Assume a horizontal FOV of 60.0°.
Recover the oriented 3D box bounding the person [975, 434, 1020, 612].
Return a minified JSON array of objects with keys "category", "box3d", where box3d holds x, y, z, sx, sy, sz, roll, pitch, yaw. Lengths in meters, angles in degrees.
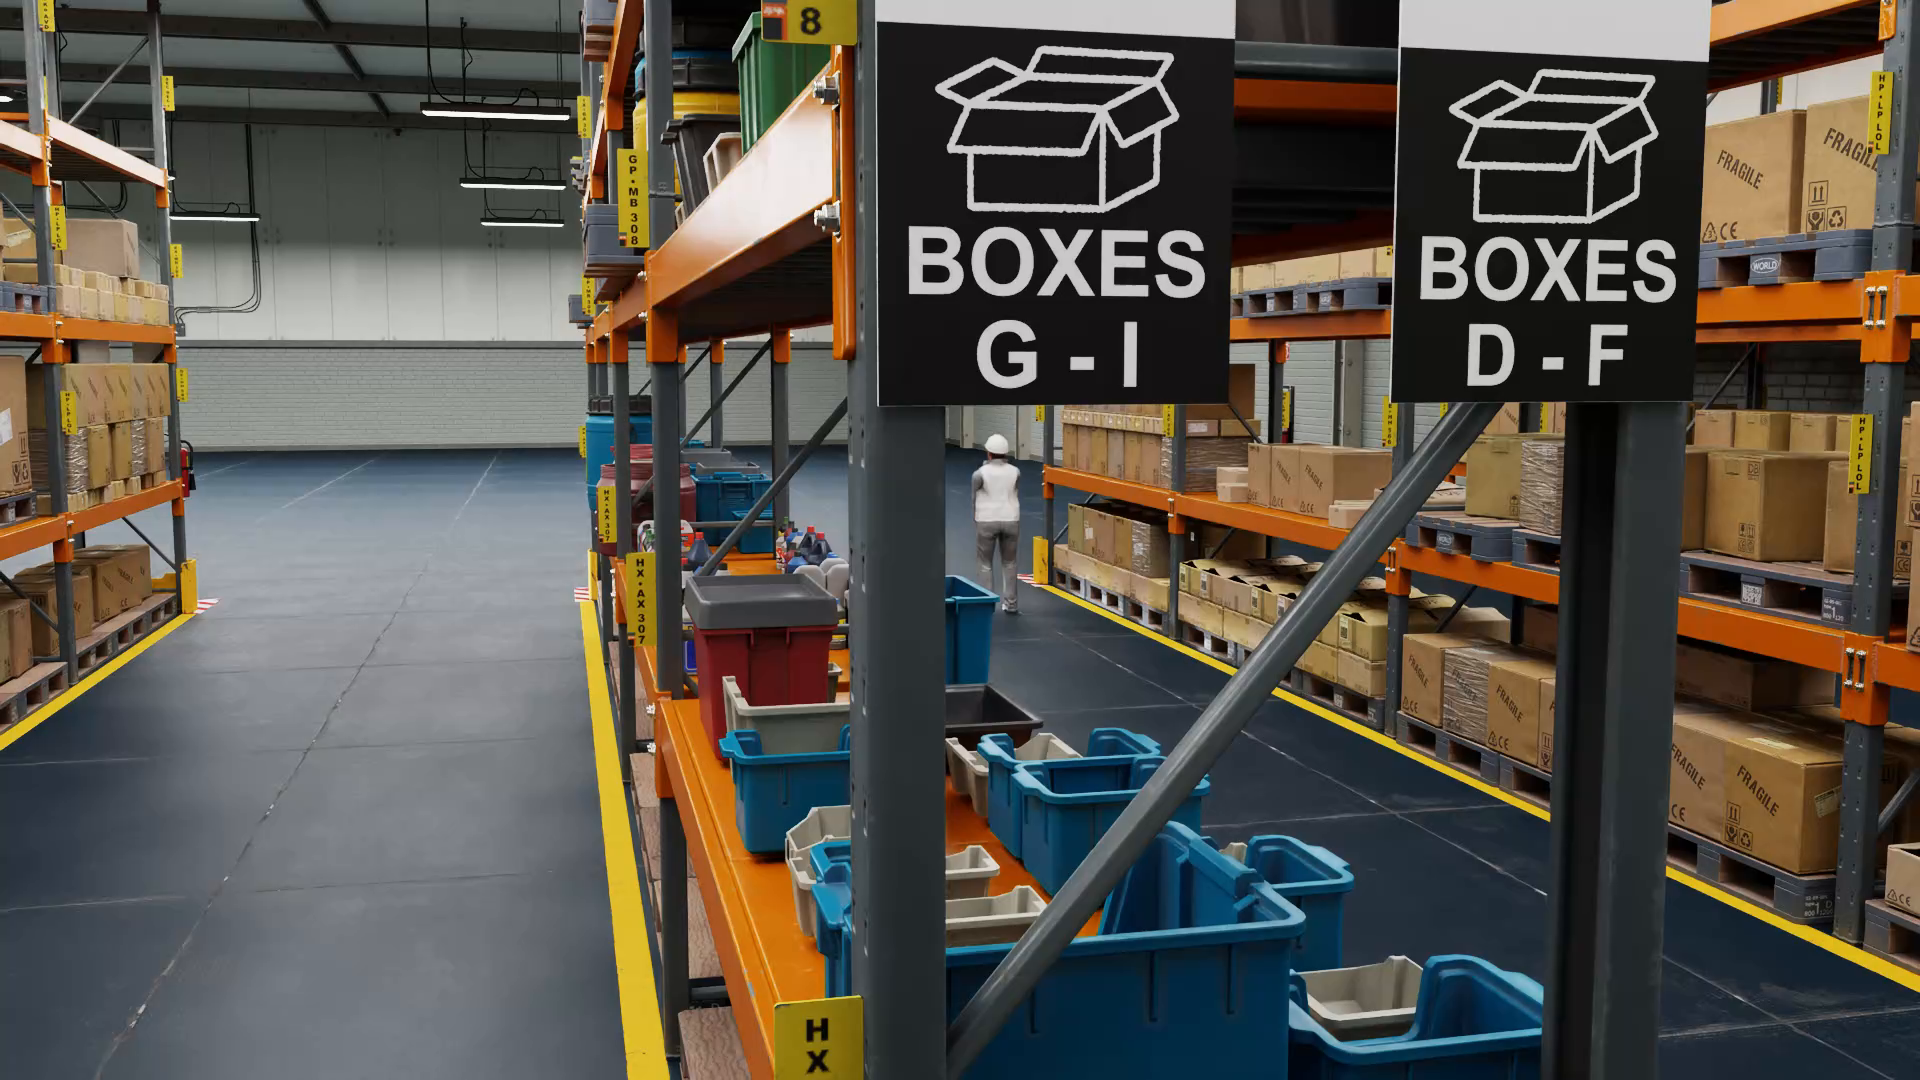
[{"category":"person","box3d":[0.370,-0.166,16.427,0.446,1.762,0.388,-1,6,-13]}]
